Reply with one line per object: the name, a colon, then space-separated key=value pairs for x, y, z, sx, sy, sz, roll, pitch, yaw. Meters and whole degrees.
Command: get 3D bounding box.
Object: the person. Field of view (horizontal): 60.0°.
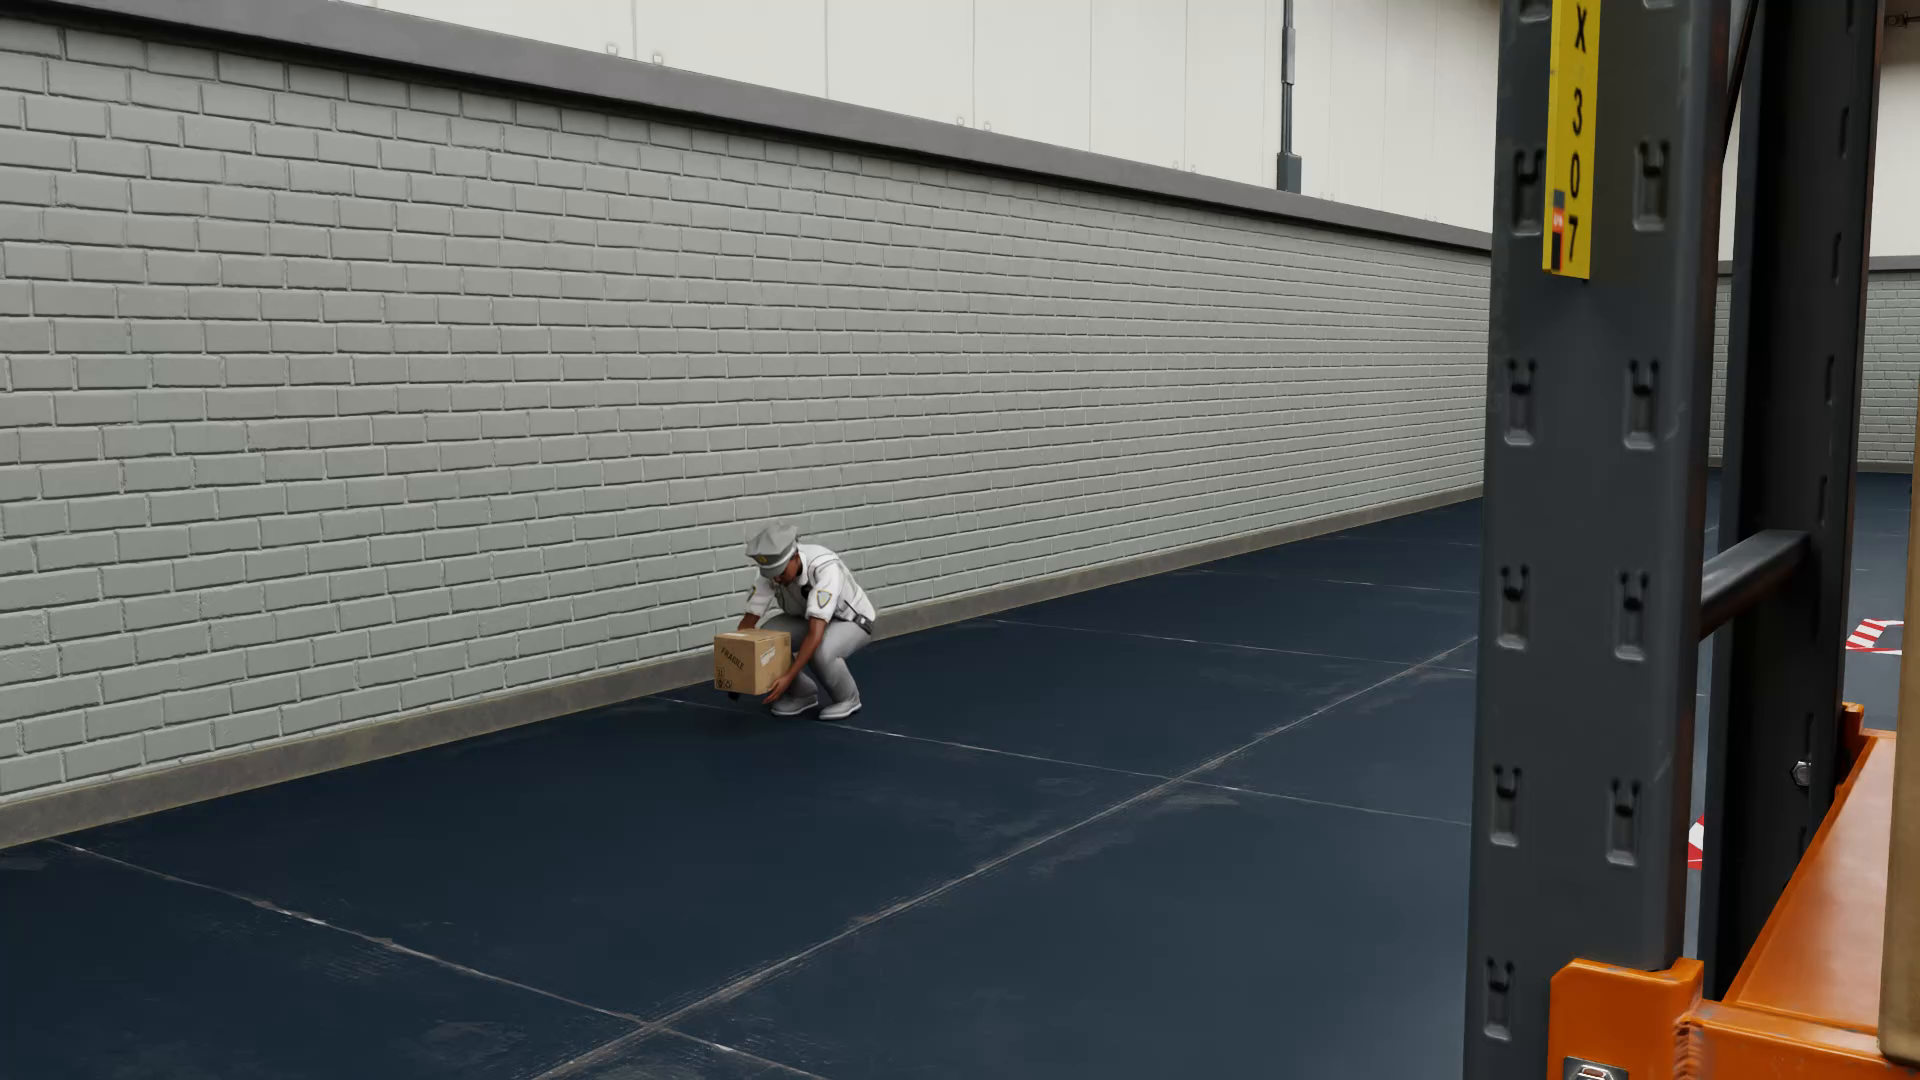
person: x=-0.730 y=0.381 z=7.856 sx=0.495 sy=0.950 sz=0.841 roll=4 pitch=8 yaw=33
